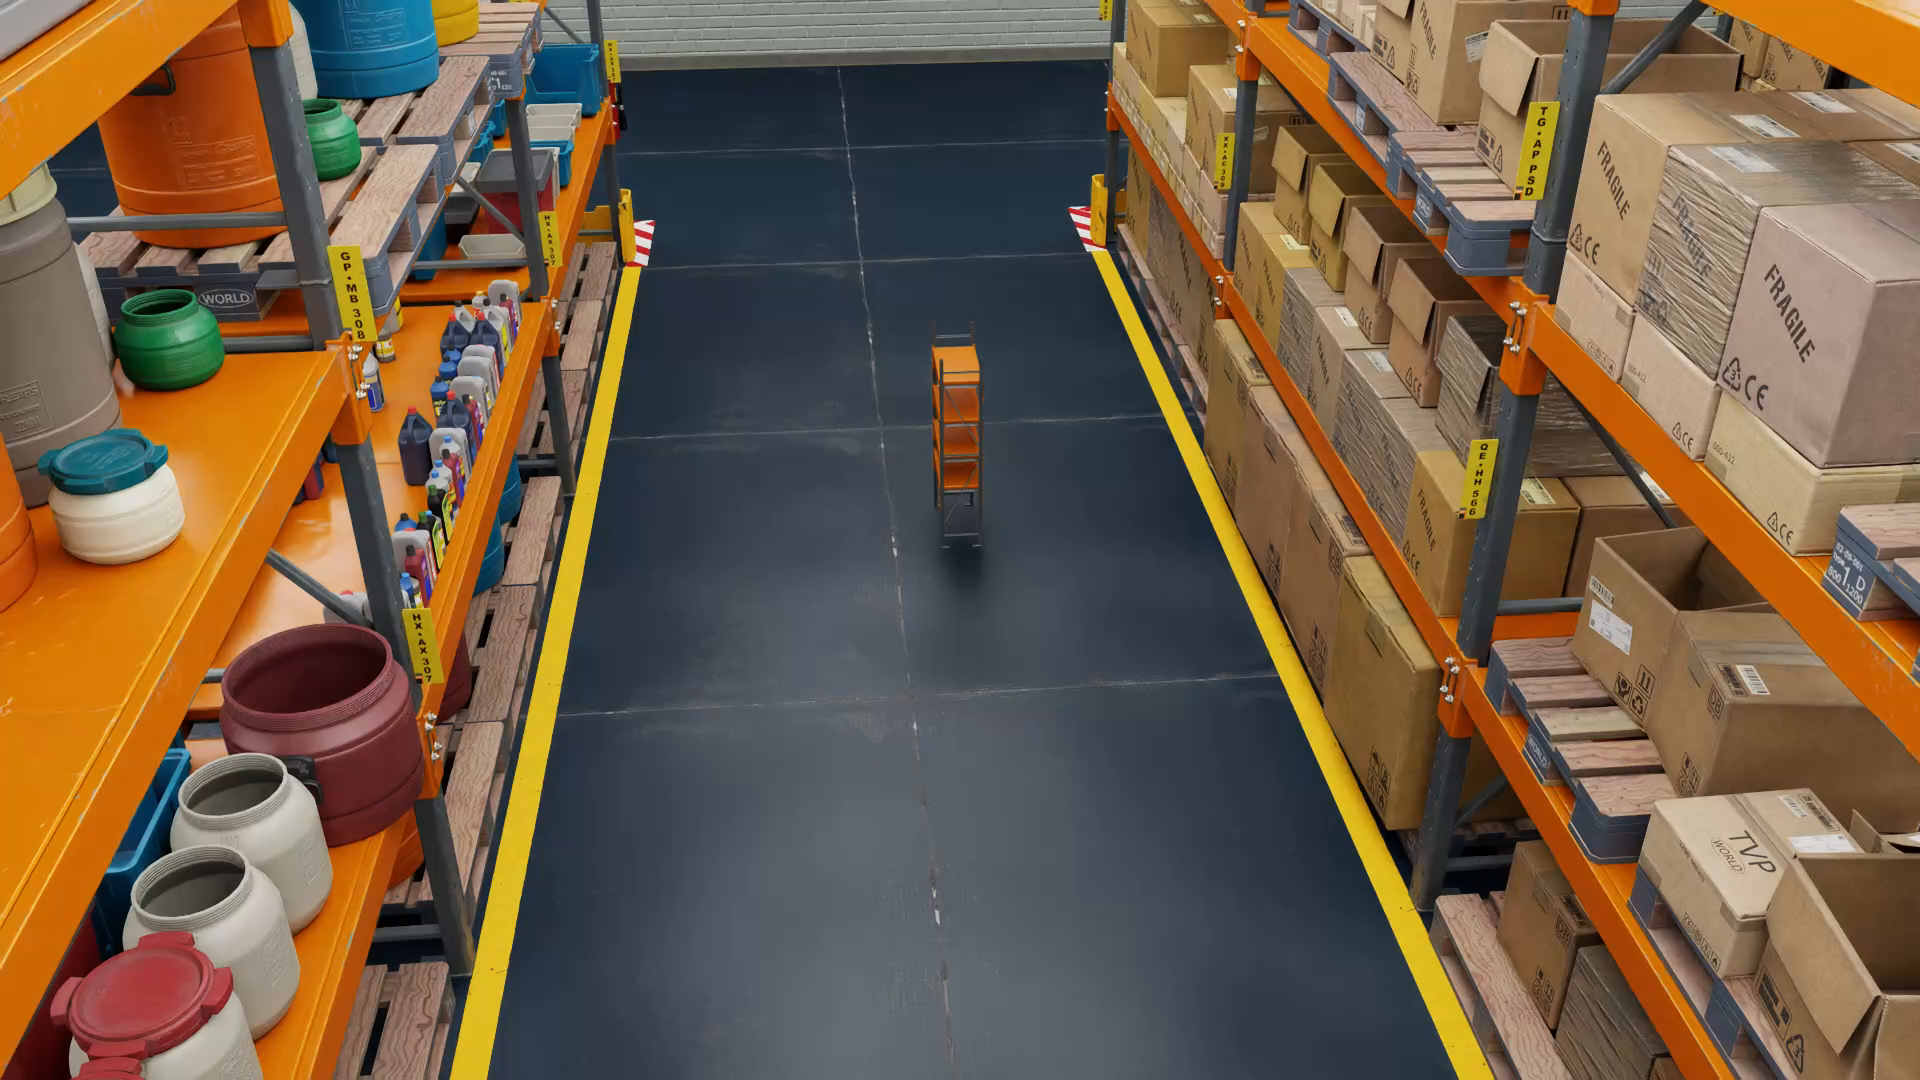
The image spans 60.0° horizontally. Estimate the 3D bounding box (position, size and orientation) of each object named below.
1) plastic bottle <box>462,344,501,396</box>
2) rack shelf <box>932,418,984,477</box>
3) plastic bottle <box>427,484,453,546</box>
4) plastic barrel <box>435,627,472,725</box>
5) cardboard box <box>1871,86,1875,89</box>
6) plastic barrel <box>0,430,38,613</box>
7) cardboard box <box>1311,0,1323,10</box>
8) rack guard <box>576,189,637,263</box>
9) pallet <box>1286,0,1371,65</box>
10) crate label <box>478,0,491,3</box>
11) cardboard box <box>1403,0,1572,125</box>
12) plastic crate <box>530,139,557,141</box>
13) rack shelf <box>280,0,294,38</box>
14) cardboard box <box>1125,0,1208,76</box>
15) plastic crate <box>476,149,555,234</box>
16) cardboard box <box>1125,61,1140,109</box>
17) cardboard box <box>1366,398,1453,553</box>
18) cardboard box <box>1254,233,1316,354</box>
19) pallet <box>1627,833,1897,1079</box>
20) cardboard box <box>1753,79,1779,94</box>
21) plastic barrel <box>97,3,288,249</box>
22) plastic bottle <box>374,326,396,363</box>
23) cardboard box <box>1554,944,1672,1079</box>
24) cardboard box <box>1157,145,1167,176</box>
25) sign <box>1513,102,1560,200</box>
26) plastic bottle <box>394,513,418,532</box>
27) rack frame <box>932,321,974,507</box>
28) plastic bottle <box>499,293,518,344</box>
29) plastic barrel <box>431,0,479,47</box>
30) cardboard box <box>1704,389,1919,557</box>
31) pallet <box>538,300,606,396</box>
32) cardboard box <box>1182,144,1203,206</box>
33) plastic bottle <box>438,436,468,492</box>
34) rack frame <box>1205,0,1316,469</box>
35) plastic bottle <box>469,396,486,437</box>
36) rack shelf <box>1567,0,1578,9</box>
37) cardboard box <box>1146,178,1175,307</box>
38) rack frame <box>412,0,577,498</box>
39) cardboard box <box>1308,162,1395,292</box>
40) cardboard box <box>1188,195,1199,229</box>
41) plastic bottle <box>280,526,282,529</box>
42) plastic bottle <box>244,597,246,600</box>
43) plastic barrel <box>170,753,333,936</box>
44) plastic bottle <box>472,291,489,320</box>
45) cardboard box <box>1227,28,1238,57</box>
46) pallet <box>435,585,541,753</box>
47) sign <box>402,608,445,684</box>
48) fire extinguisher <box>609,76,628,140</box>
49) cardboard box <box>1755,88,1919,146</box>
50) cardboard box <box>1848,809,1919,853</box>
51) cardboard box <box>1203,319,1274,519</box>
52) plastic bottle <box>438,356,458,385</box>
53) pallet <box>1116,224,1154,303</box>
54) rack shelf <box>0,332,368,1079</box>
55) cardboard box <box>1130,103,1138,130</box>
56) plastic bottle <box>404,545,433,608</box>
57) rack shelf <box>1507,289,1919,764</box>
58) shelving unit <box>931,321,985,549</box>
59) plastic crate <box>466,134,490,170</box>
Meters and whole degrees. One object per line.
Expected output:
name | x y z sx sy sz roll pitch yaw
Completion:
plastic bottle | -2.423 -0.873 8.408 0.152 0.276 0.135 -3 31 -5
rack shelf | -0.015 -0.542 9.619 0.258 0.148 0.480 -3 31 -5
plastic bottle | -2.240 -0.125 7.148 0.061 0.283 0.133 -3 31 -5
plastic barrel | -2.658 0.516 7.904 0.600 0.588 0.708 -3 31 -5
cardboard box | 6.571 -3.167 11.740 0.500 0.500 0.500 -4 31 -6
plastic barrel | -2.568 -0.222 3.853 0.600 0.830 0.708 -3 31 -5
cardboard box | 2.132 -3.008 8.430 0.700 0.500 0.500 -2 31 -3
rack guard | -3.252 -2.537 13.510 1.175 0.500 0.348 -3 31 -5
pallet | 2.203 -2.533 8.328 0.805 0.209 1.217 -4 31 -7
crate label | -2.621 -2.994 9.170 0.293 0.136 0.466 -3 31 -5
cardboard box | 2.145 -2.006 6.752 0.500 0.500 0.500 -1 31 -2
plastic crate | -2.871 -2.663 11.482 0.298 0.136 0.250 -3 31 -5
rack shelf | -2.676 -2.630 6.469 1.077 0.370 4.000 -3 31 -5
cardboard box | 1.517 -3.707 12.157 0.500 0.500 0.500 -3 31 -6
plastic crate | -2.697 -2.077 10.182 0.402 0.464 0.583 -3 31 -5
cardboard box | 1.526 -3.376 12.333 0.500 0.250 0.500 -3 31 -5
cardboard box | 2.108 -0.289 7.211 0.500 0.500 0.500 -3 31 -5
cardboard box | 1.910 -1.333 8.959 0.500 0.500 0.500 -3 31 -5
pallet | 2.668 1.340 4.769 1.003 0.211 1.213 -3 31 -5
cardboard box | 6.383 -3.465 12.871 0.380 0.149 0.250 -4 31 -6
plastic barrel | -2.540 -1.456 5.509 0.600 0.830 0.708 -3 31 -5
plastic bottle | -3.043 -1.045 8.768 0.097 0.201 0.097 0 31 0
cardboard box | 2.589 1.757 5.892 0.700 0.500 0.500 -5 31 -9
cardboard box | 1.570 -2.611 11.442 0.380 0.149 0.250 -2 31 -4
sign | 1.889 -1.272 5.449 0.100 0.325 0.005 -3 31 -5
plastic bottle | -2.295 0.011 6.932 0.097 0.271 0.097 0 31 0
rack frame | -0.038 -0.724 9.793 0.240 1.200 0.015 -3 31 -5
plastic bottle | -2.437 -1.204 8.955 0.061 0.283 0.133 -3 31 -5
plastic barrel | -2.576 -2.648 7.741 0.600 0.588 0.600 0 31 0
cardboard box | 2.338 -0.198 4.378 0.500 0.250 0.500 -2 31 -4
pallet | -3.088 -1.357 11.816 1.003 0.211 1.213 -3 31 -5
cardboard box | 1.715 -2.333 10.588 0.500 0.250 0.500 -2 31 -3
plastic bottle | -2.300 -0.345 7.528 0.097 0.271 0.097 0 31 0
rack frame | 2.068 -1.793 9.827 1.000 3.000 0.127 -3 31 -5
plastic bottle | -2.351 -0.596 8.017 0.097 0.201 0.097 0 31 0
rack shelf | 2.255 -2.867 6.866 1.077 0.370 4.000 -3 31 -5
cardboard box | 1.919 -2.316 12.365 0.875 0.875 0.875 -3 31 -5
rack frame | -2.863 -1.556 9.430 1.000 3.000 0.127 -3 31 -5
cardboard box | 2.189 -1.590 8.412 0.797 0.503 0.637 -2 31 -4
cardboard box | 1.665 -2.088 10.566 0.380 0.149 0.250 -3 31 -5
plastic bottle | -3.030 -0.140 7.253 0.097 0.201 0.097 0 31 0
plastic bottle | -2.975 0.158 6.754 0.097 0.201 0.097 0 31 0
plastic barrel | -2.181 0.953 5.120 0.421 0.512 0.421 0 31 0
plastic bottle | -2.627 -1.269 9.144 0.097 0.201 0.097 0 31 0
cardboard box | 2.002 -3.984 12.621 0.500 0.500 0.500 -2 31 -4
pallet | -2.715 0.662 8.437 1.003 0.211 1.213 -3 31 -5
sign | -1.942 0.386 6.019 0.100 0.325 0.005 -3 31 -5
fire extinguisher | -2.799 -3.504 13.130 0.296 0.674 0.183 -3 31 -5
cardboard box | 2.735 -1.065 5.097 0.500 0.500 0.500 -2 31 -3
cardboard box | 2.867 0.965 4.931 0.396 0.266 0.258 -4 31 -6
cardboard box | 2.148 -0.735 9.719 1.225 0.875 0.875 -3 31 -4
plastic bottle | -2.533 -0.787 8.268 0.097 0.271 0.097 0 31 0
pallet | 1.847 -2.234 13.284 1.003 0.211 1.213 -3 31 -5
rack shelf | -2.303 0.529 3.717 1.077 0.370 4.000 -3 31 -5
cardboard box | 1.474 -3.136 12.320 0.380 0.149 0.250 -3 31 -5
plastic bottle | -2.193 0.130 6.721 0.061 0.283 0.133 -3 31 -5
rack shelf | 2.629 0.291 4.114 1.077 0.370 4.000 -3 31 -5
shelving unit | -0.015 -0.600 9.584 0.258 1.200 0.503 -3 31 -5
plastic crate | -3.391 -2.585 11.257 0.416 0.233 0.300 -3 31 -5
